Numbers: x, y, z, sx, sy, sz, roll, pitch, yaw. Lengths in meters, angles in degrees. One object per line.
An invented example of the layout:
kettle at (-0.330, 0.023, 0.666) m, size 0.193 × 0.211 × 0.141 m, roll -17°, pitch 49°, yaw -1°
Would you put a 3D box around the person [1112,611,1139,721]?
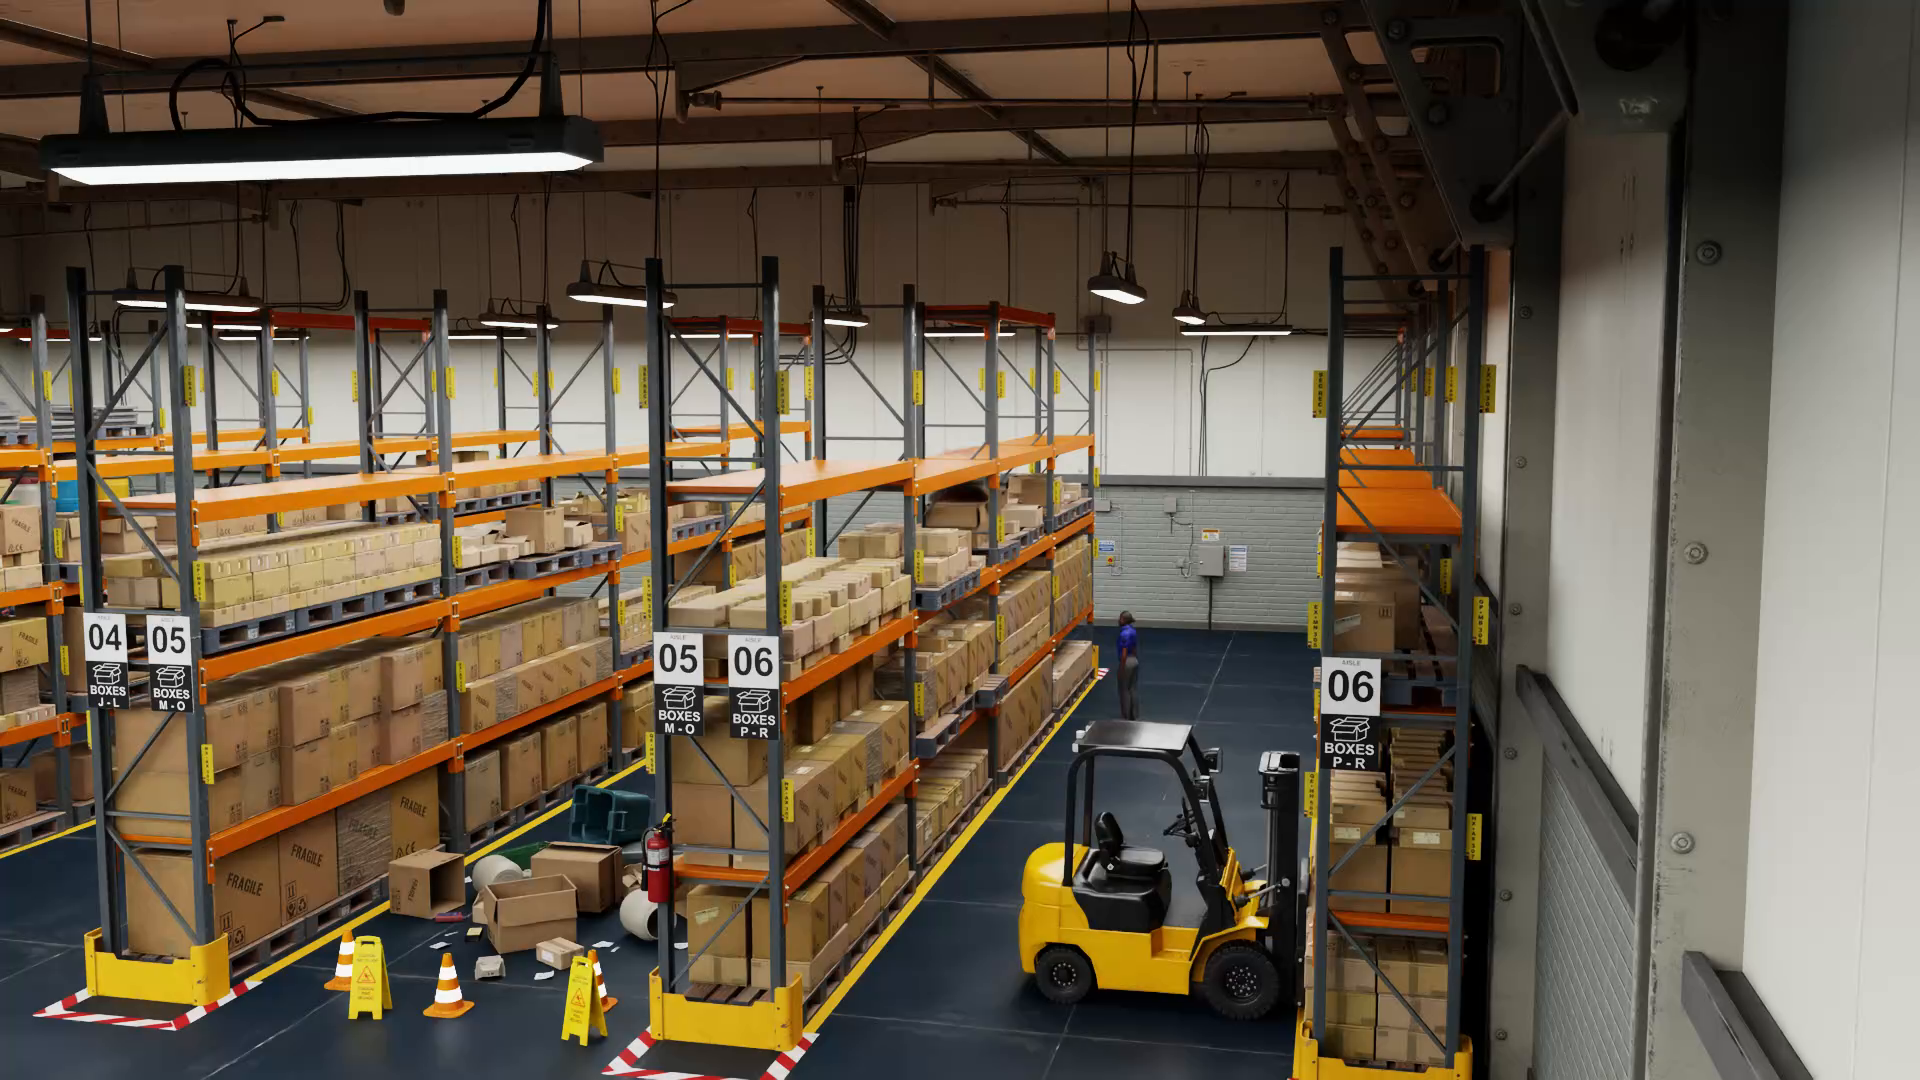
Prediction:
person at (2.464, 1.867, 24.502) m, size 0.340 × 1.672 × 0.528 m, roll 3°, pitch 6°, yaw 25°
